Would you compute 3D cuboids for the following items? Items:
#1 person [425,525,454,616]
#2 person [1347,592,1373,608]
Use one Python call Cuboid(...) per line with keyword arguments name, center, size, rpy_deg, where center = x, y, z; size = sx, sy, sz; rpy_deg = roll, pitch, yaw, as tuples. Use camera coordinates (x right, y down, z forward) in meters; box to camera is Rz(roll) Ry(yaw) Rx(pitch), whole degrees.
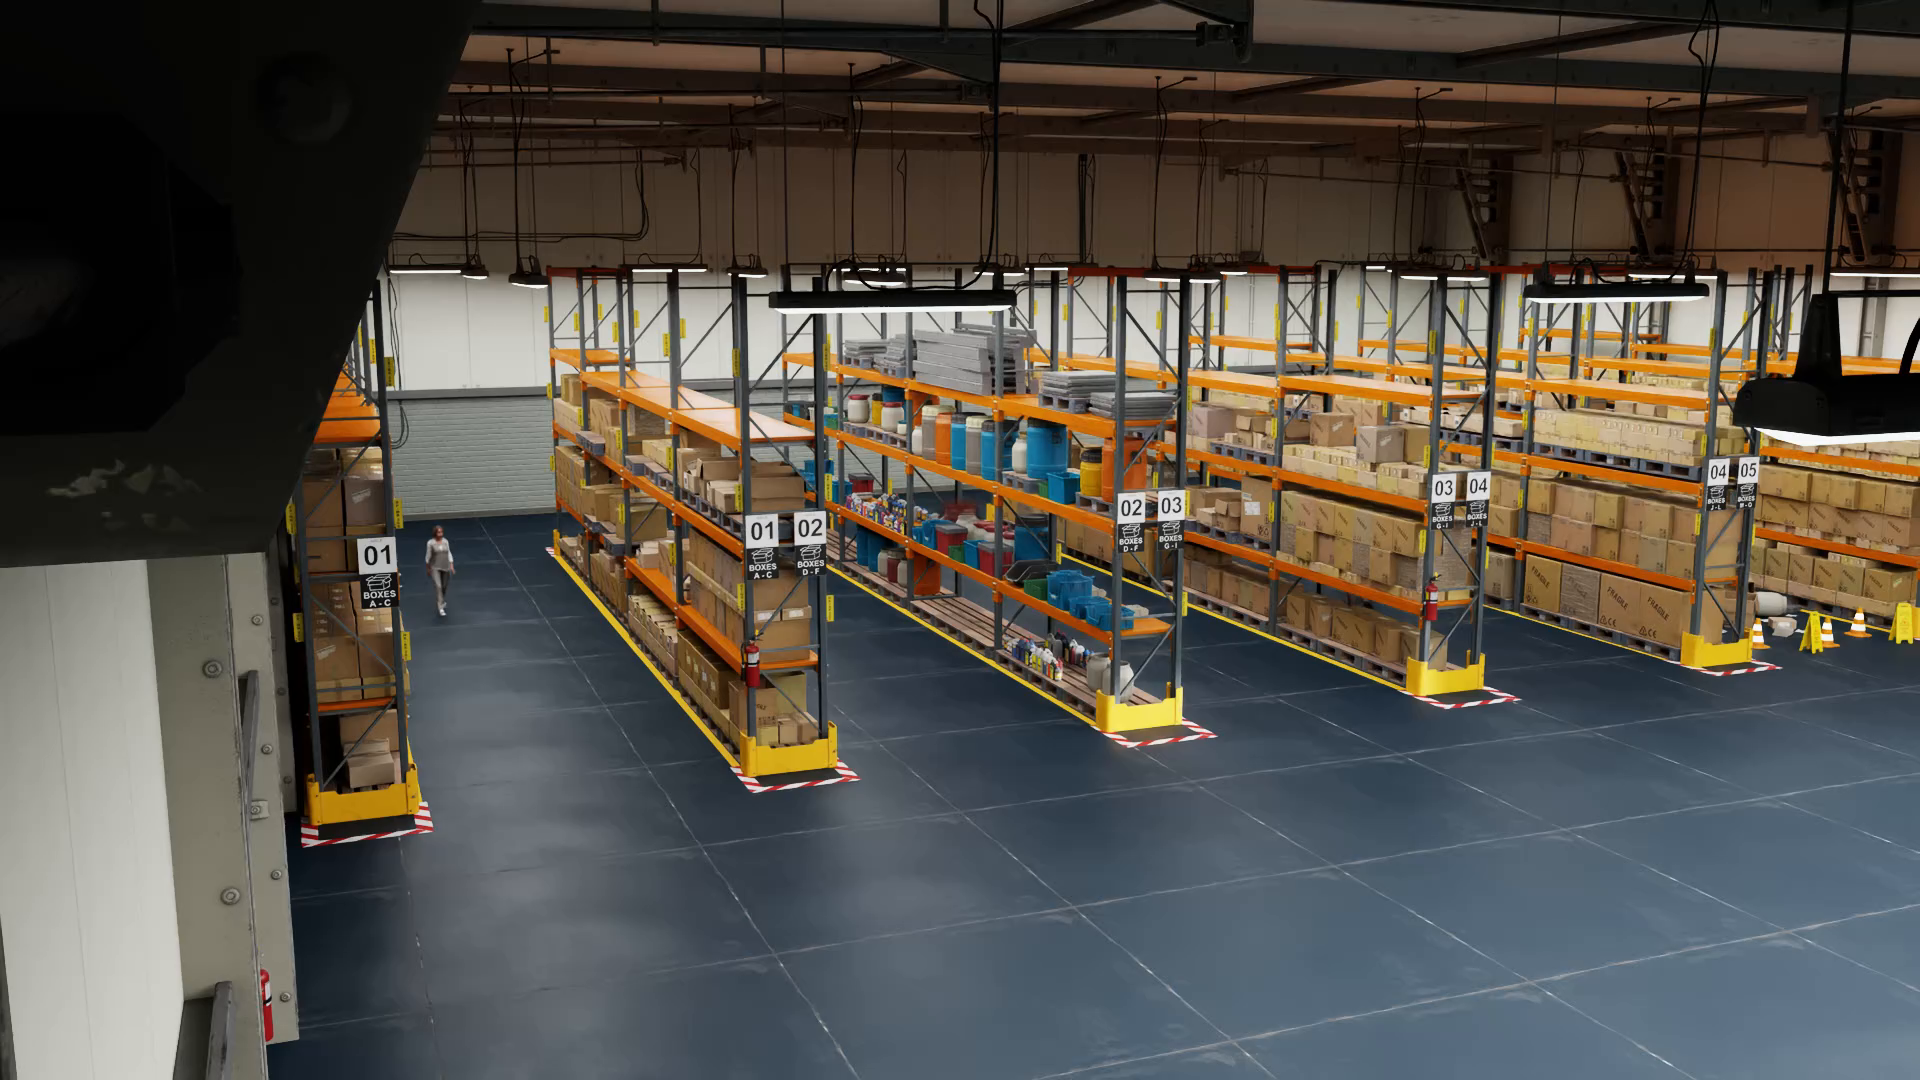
Cuboid(name="person", center=(-9.126, 0.504, 29.169), size=(0.450, 1.540, 0.969), rpy_deg=(-5, 11, -27))
Cuboid(name="person", center=(7.011, 0.409, 29.383), size=(0.573, 1.721, 0.535), rpy_deg=(-3, 10, -16))
